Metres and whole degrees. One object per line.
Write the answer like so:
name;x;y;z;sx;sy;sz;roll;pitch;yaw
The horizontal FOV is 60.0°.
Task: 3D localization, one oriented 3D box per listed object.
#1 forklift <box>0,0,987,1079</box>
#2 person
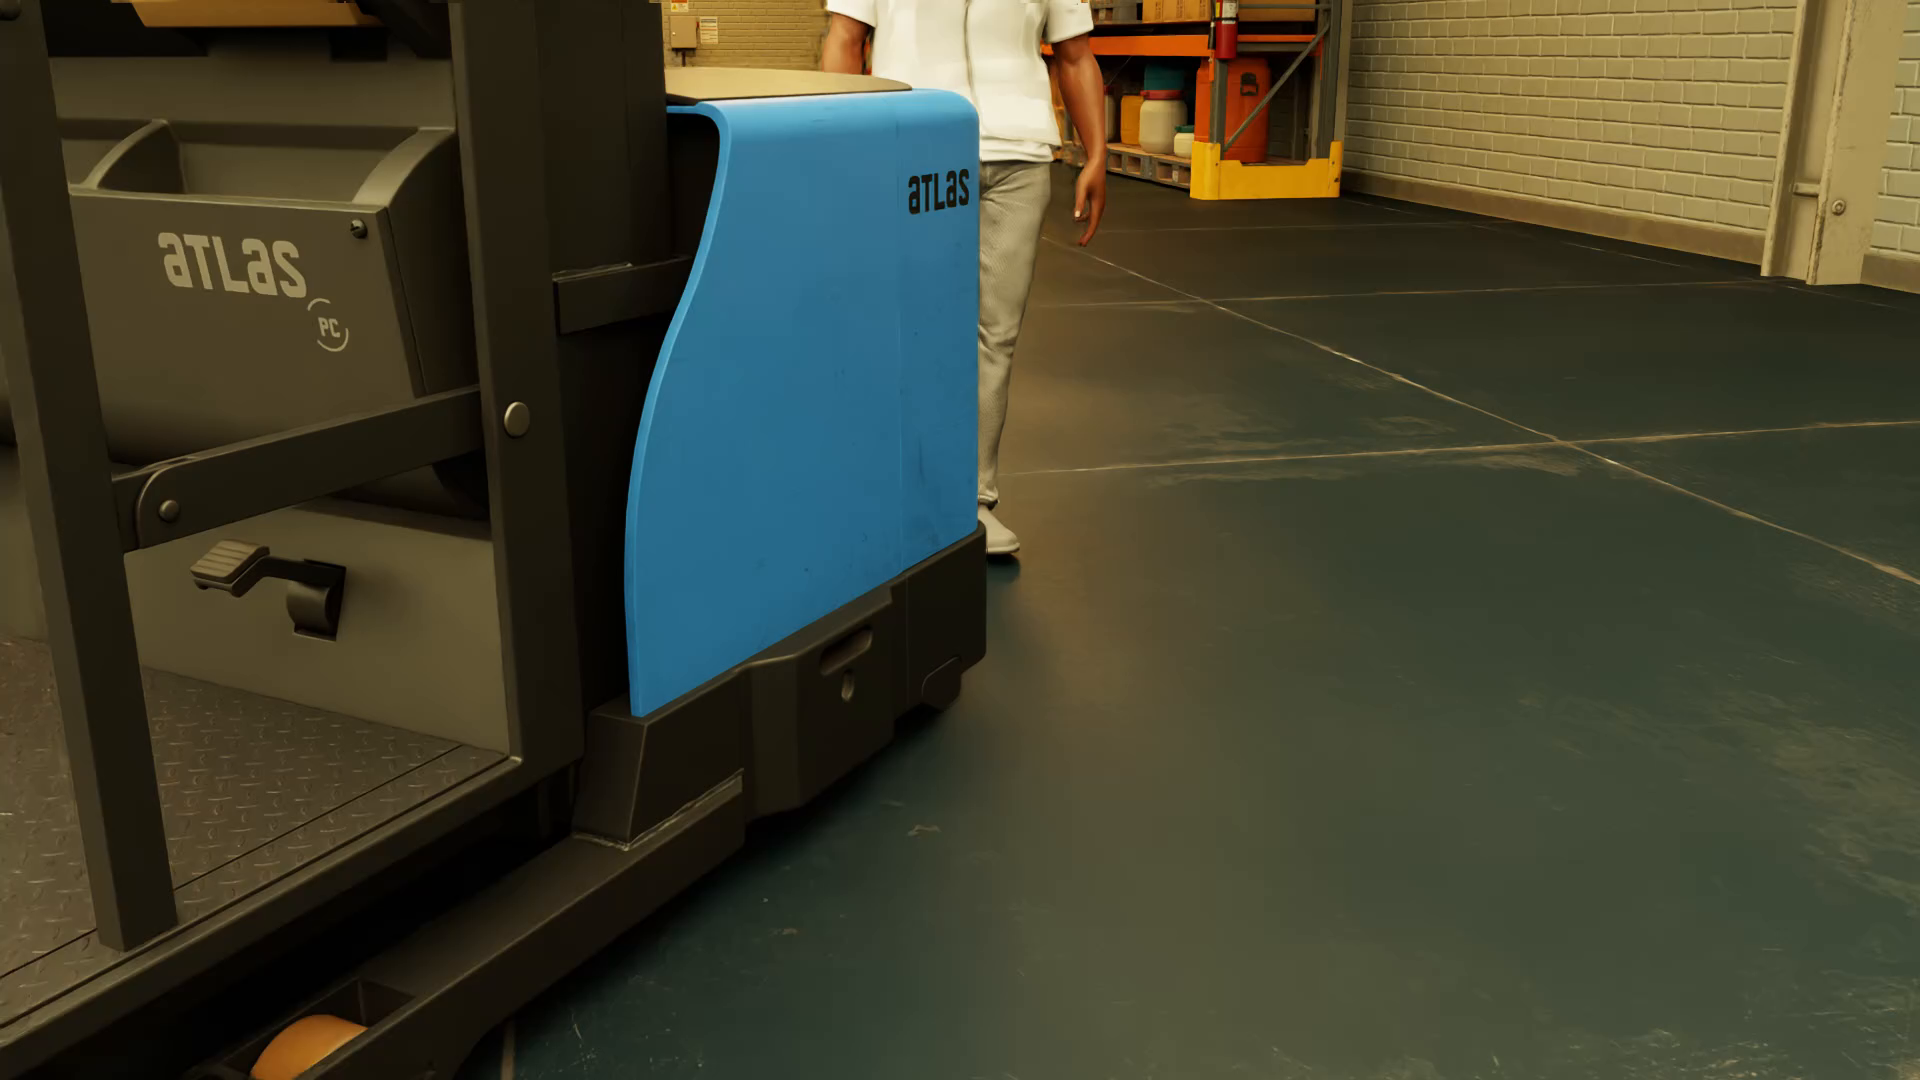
forklift;-1.073;-0.828;1.653;1.130;2.935;3.031;8;18;26
person;0.026;-0.831;3.695;0.668;1.765;0.572;-4;17;-12
